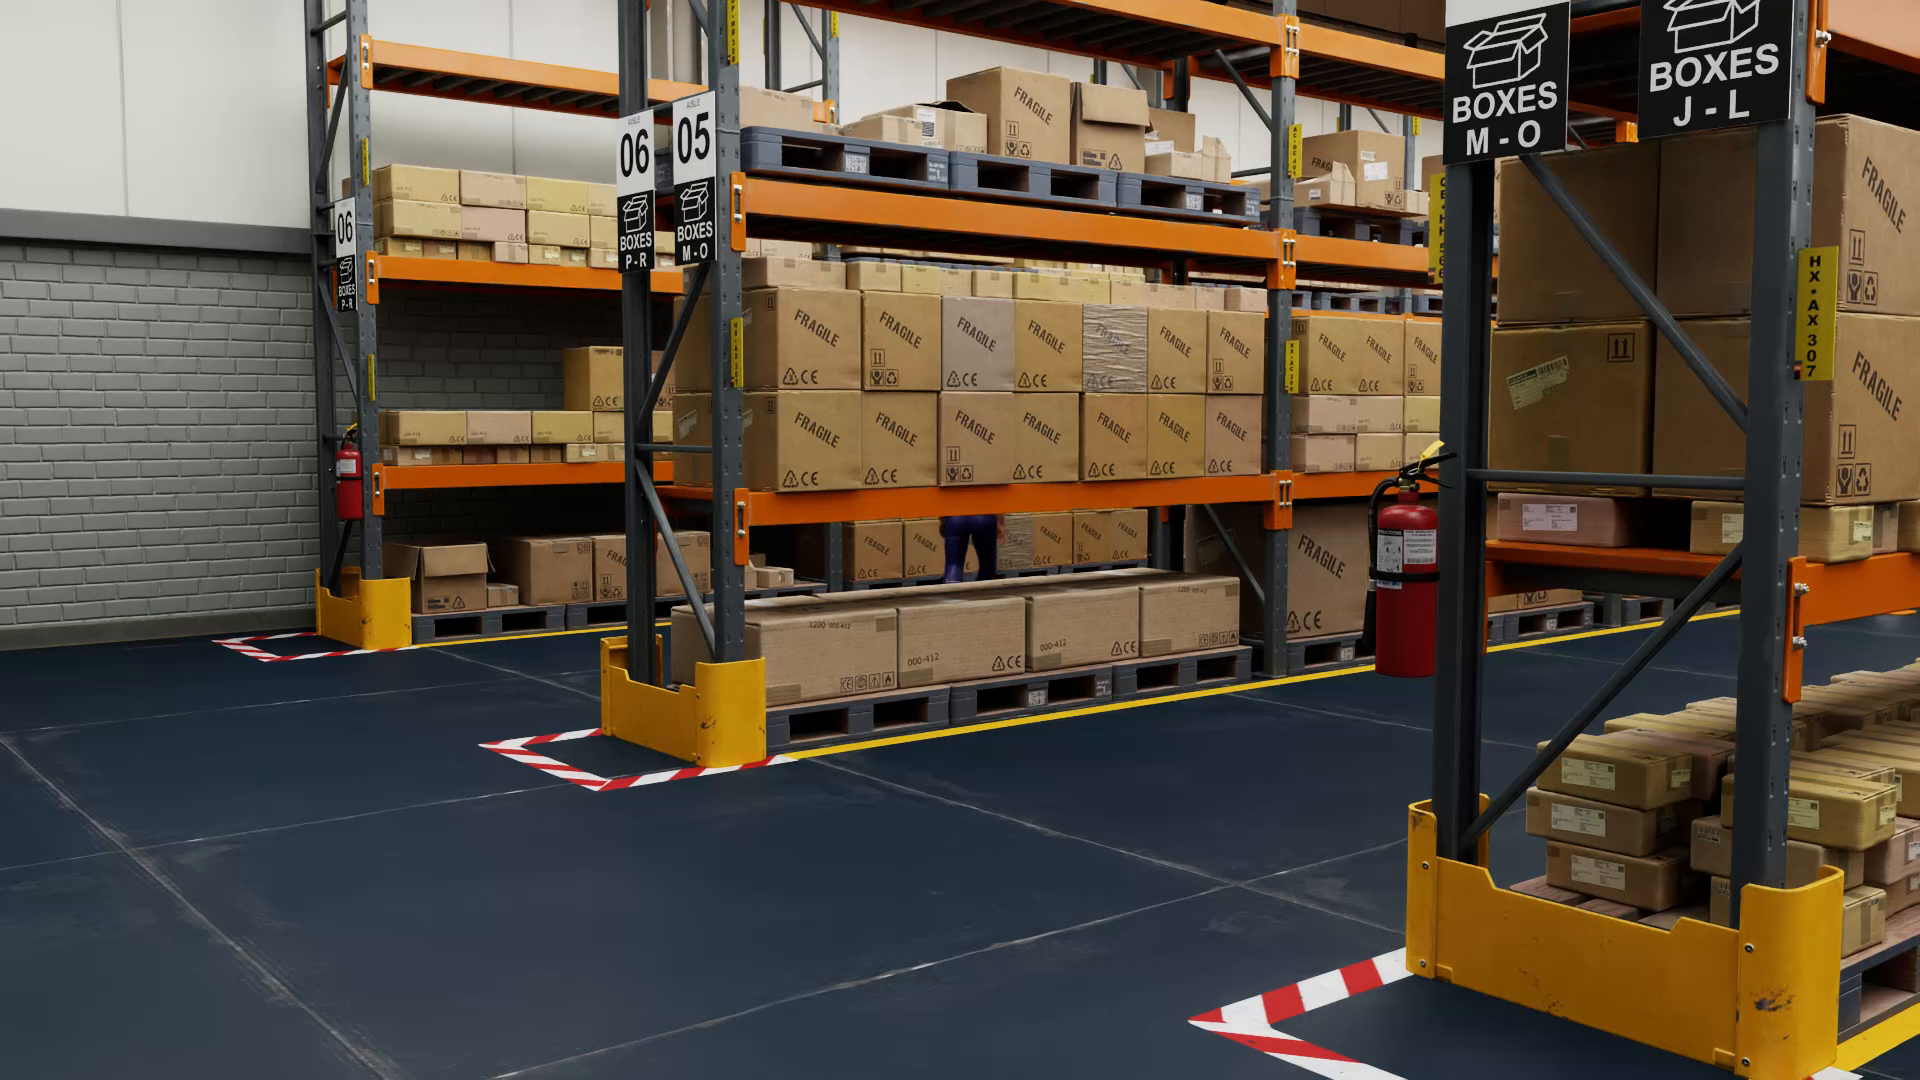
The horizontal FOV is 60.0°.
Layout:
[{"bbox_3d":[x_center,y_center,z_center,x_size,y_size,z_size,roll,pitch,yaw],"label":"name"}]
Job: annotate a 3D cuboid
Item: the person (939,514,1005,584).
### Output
[{"bbox_3d":[0.093,-0.122,12.991,0.531,1.605,0.871,0,4,4],"label":"person"}]
